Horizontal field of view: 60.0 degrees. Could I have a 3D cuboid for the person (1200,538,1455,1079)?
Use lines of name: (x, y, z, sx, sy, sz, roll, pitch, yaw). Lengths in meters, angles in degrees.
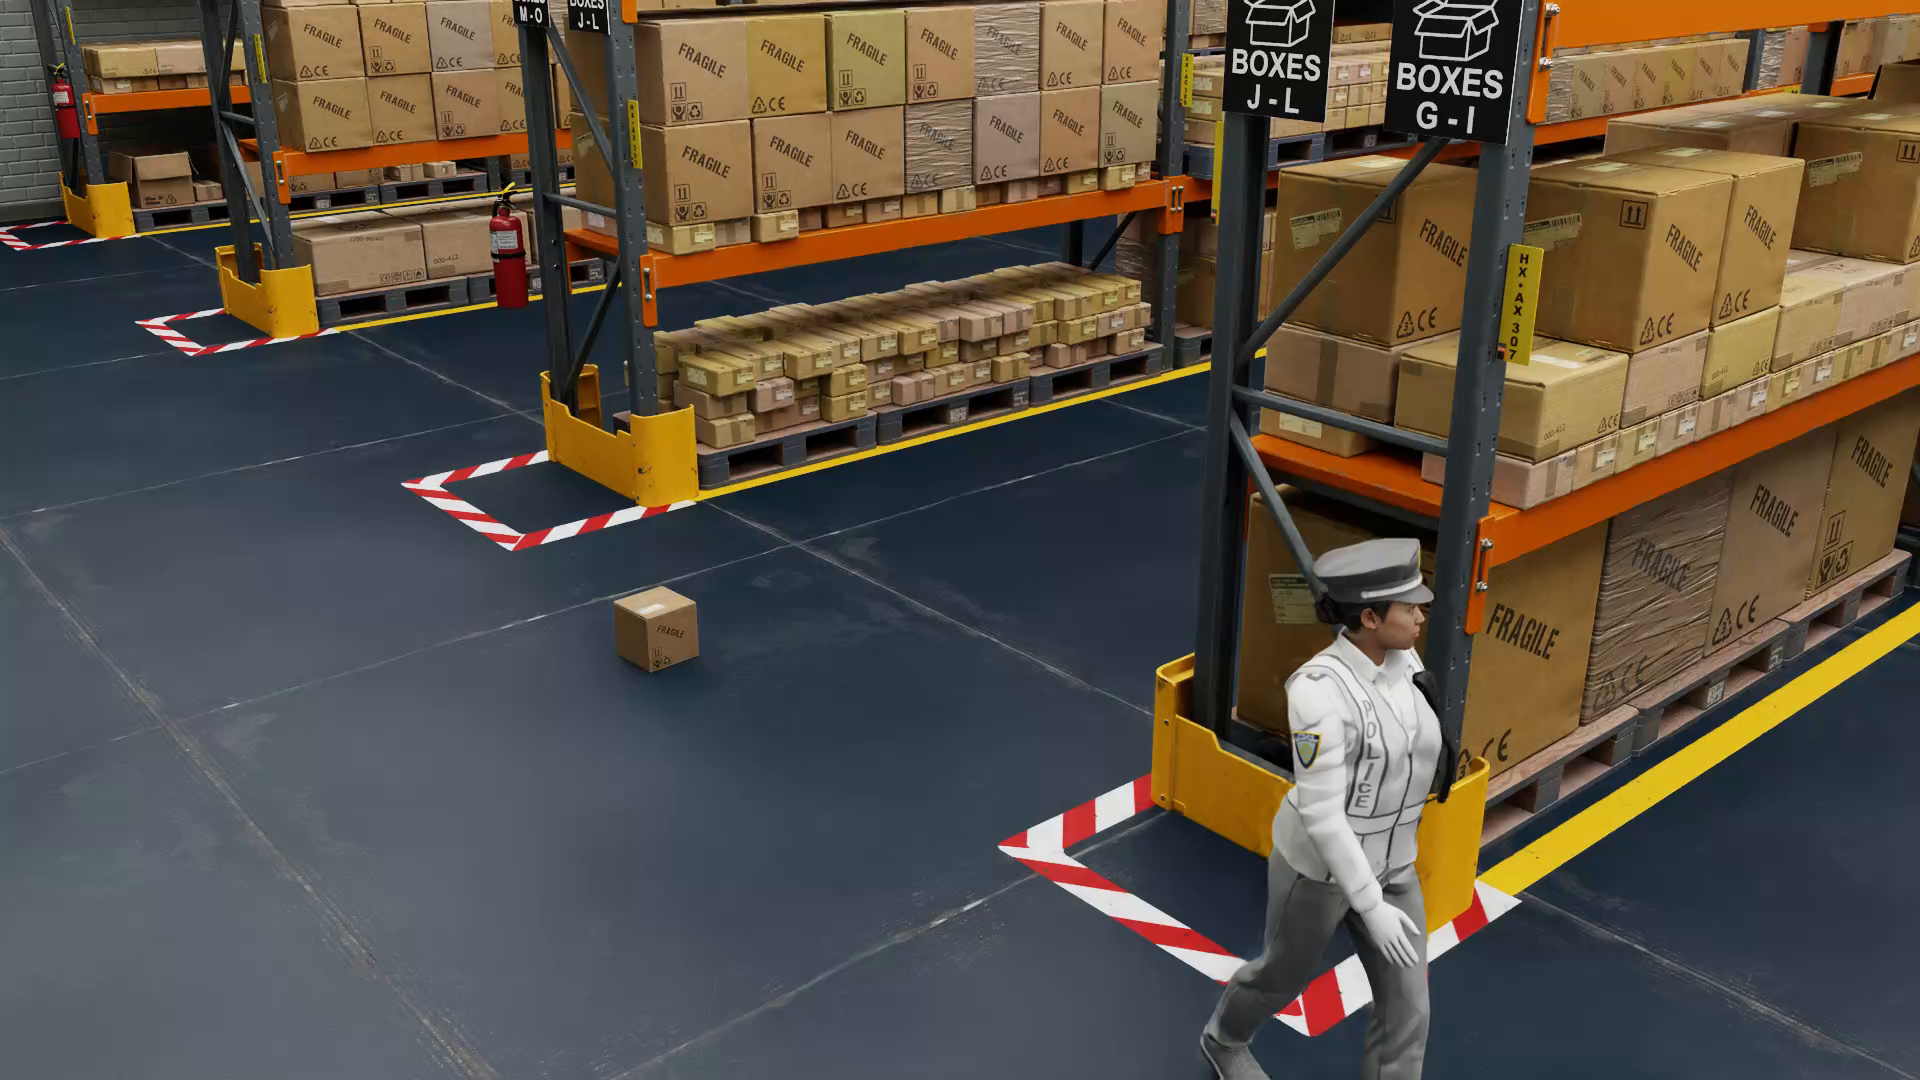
person: (0.962, 0.784, 4.008, 0.502, 1.651, 0.861, -14, 25, -33)
